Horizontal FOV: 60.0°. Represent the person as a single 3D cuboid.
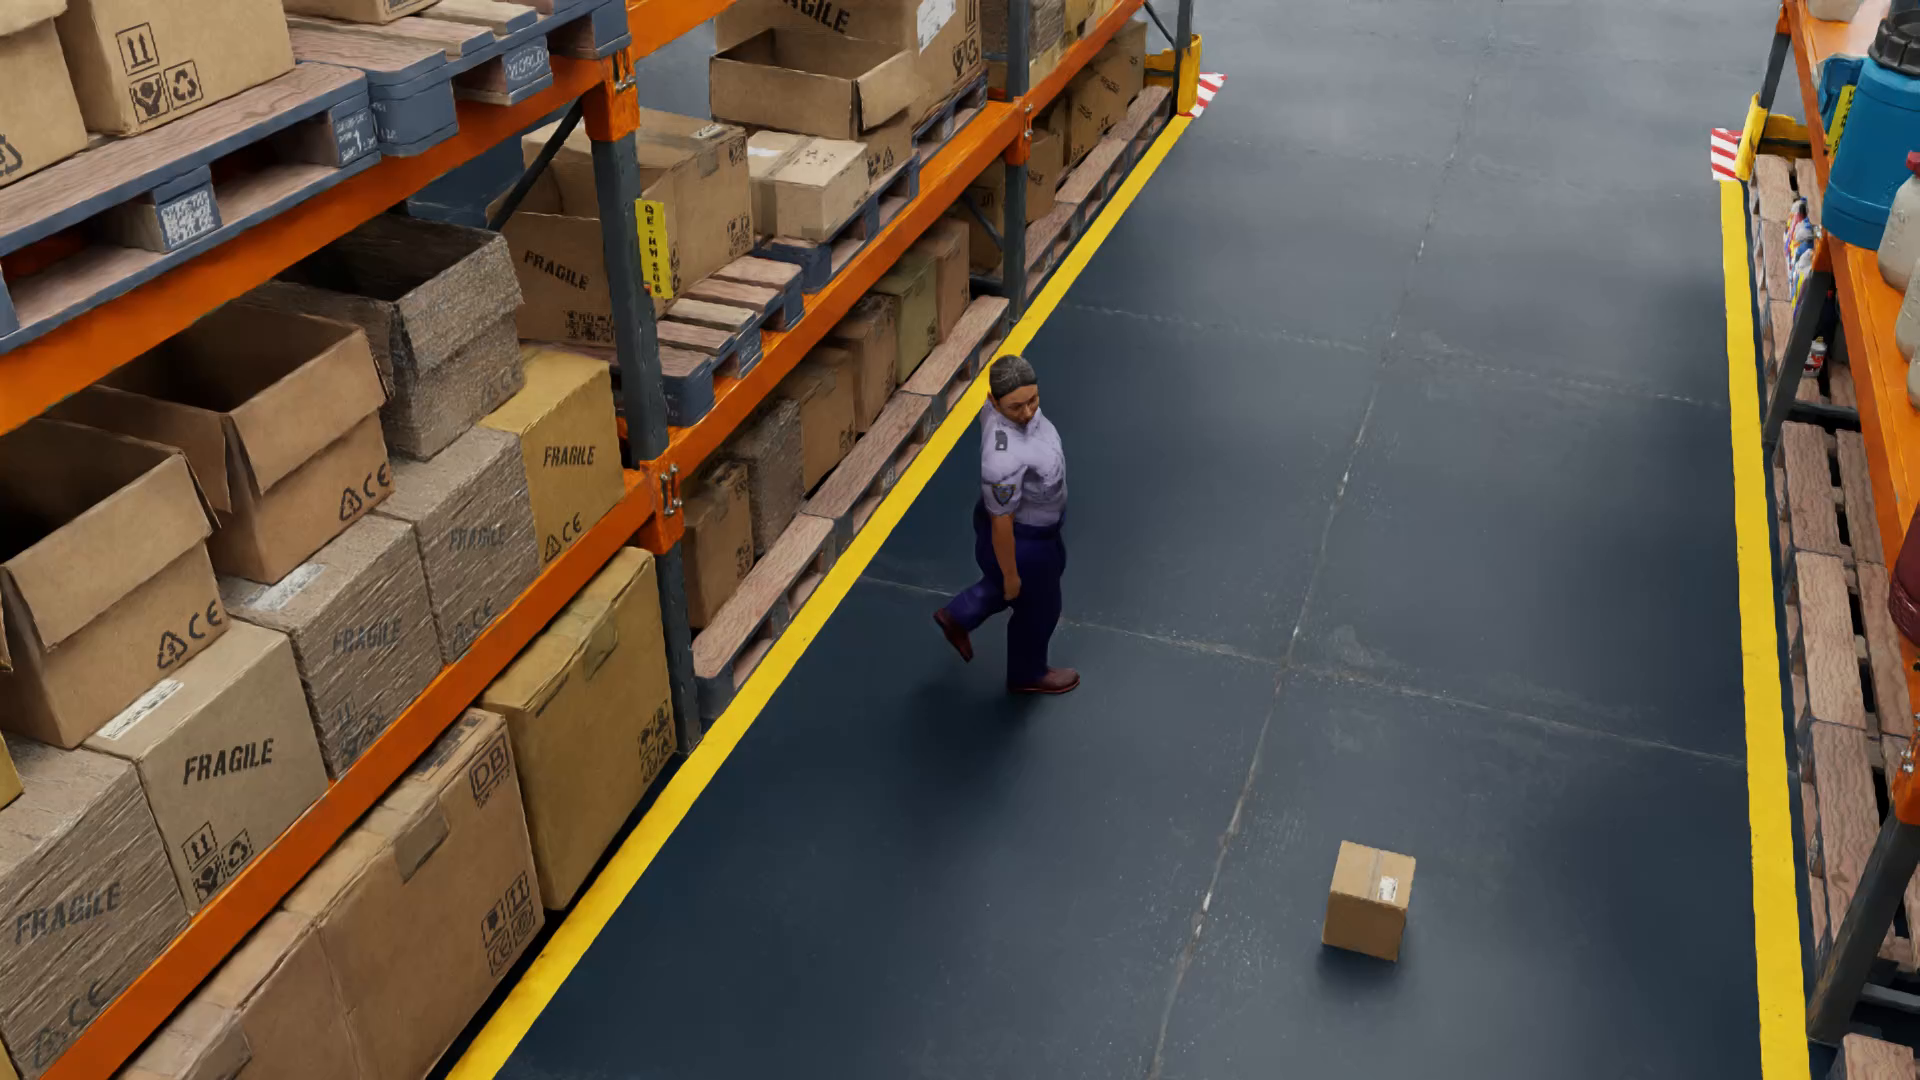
[{"bbox_3d":[0.204,-0.008,6.214,0.579,1.594,0.564,-2,33,-2],"label":"person"}]
